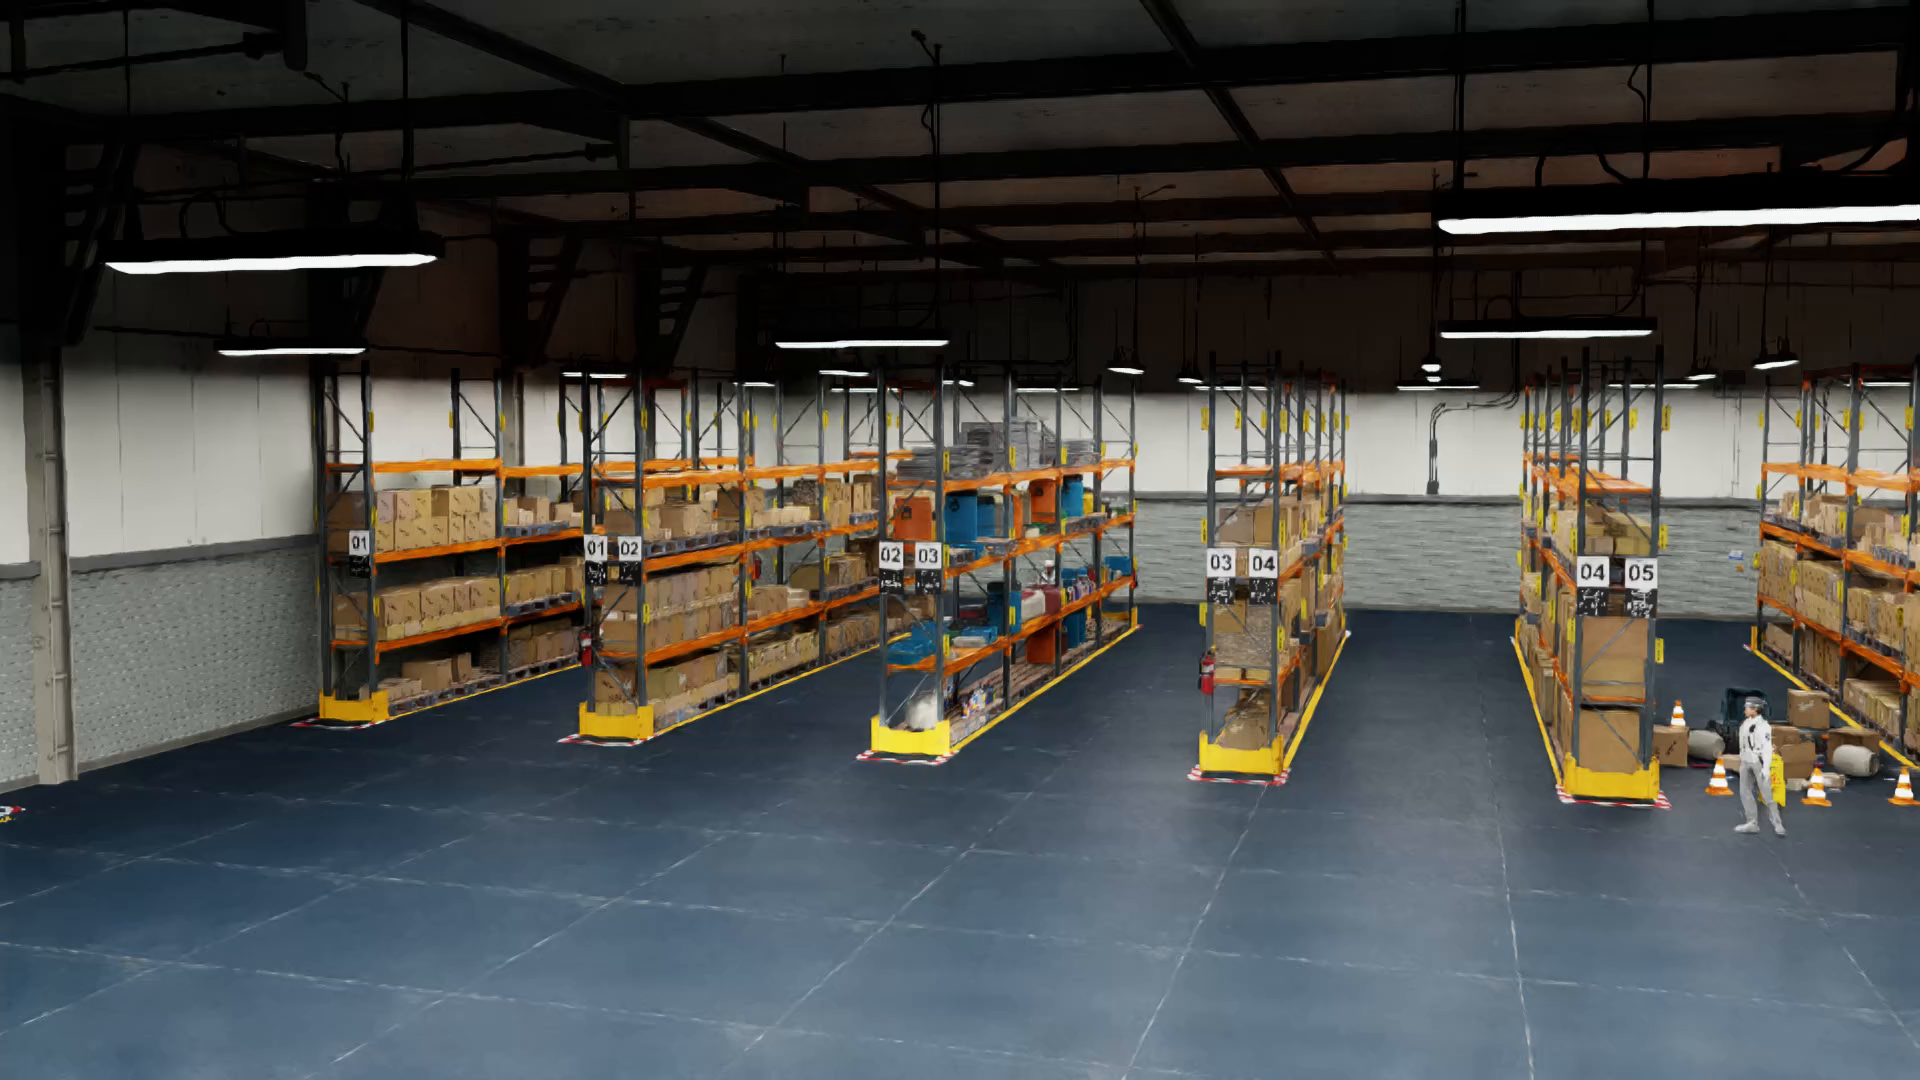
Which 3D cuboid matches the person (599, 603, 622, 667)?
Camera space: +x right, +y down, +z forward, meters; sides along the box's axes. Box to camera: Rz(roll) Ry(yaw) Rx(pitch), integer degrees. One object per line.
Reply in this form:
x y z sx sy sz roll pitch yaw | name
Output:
-6.820 1.795 32.710 0.526 1.730 1.043 1 4 8 | person

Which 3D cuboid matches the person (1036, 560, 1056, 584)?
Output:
2.137 1.319 39.651 0.680 1.719 0.588 1 4 14 | person

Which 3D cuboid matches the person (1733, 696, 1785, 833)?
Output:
9.740 2.732 20.256 0.524 1.666 0.560 -1 4 -9 | person
